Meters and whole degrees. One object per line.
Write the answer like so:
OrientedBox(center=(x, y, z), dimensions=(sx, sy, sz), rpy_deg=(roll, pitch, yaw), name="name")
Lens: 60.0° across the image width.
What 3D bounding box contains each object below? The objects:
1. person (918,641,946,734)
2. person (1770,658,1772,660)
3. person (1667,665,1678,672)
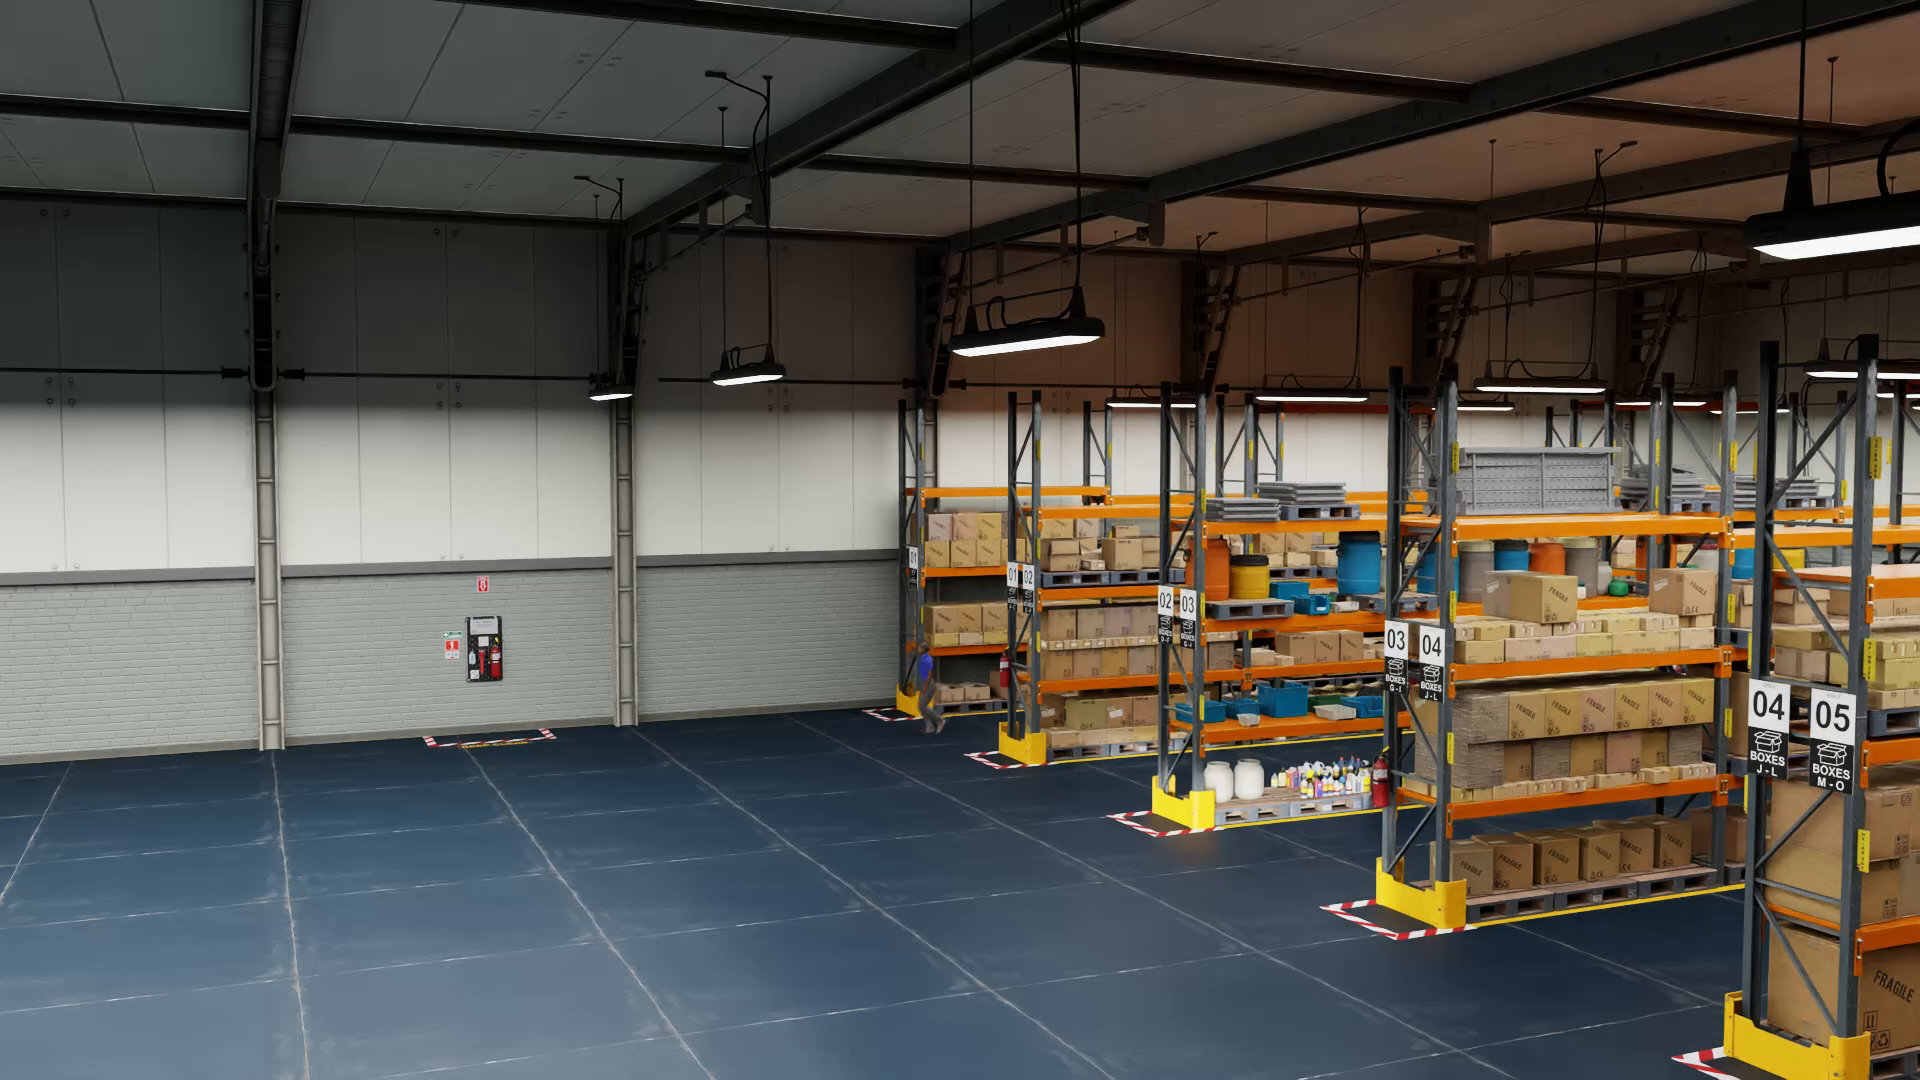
OrientedBox(center=(-0.501, 2.621, 29.572), dimensions=(0.486, 1.640, 0.522), rpy_deg=(0, 3, -3), name="person")
OrientedBox(center=(17.150, 2.306, 35.217), dimensions=(0.415, 1.564, 0.710), rpy_deg=(1, 3, 14), name="person")
OrientedBox(center=(12.965, 2.526, 30.521), dimensions=(0.452, 1.688, 0.477), rpy_deg=(2, 4, 28), name="person")
